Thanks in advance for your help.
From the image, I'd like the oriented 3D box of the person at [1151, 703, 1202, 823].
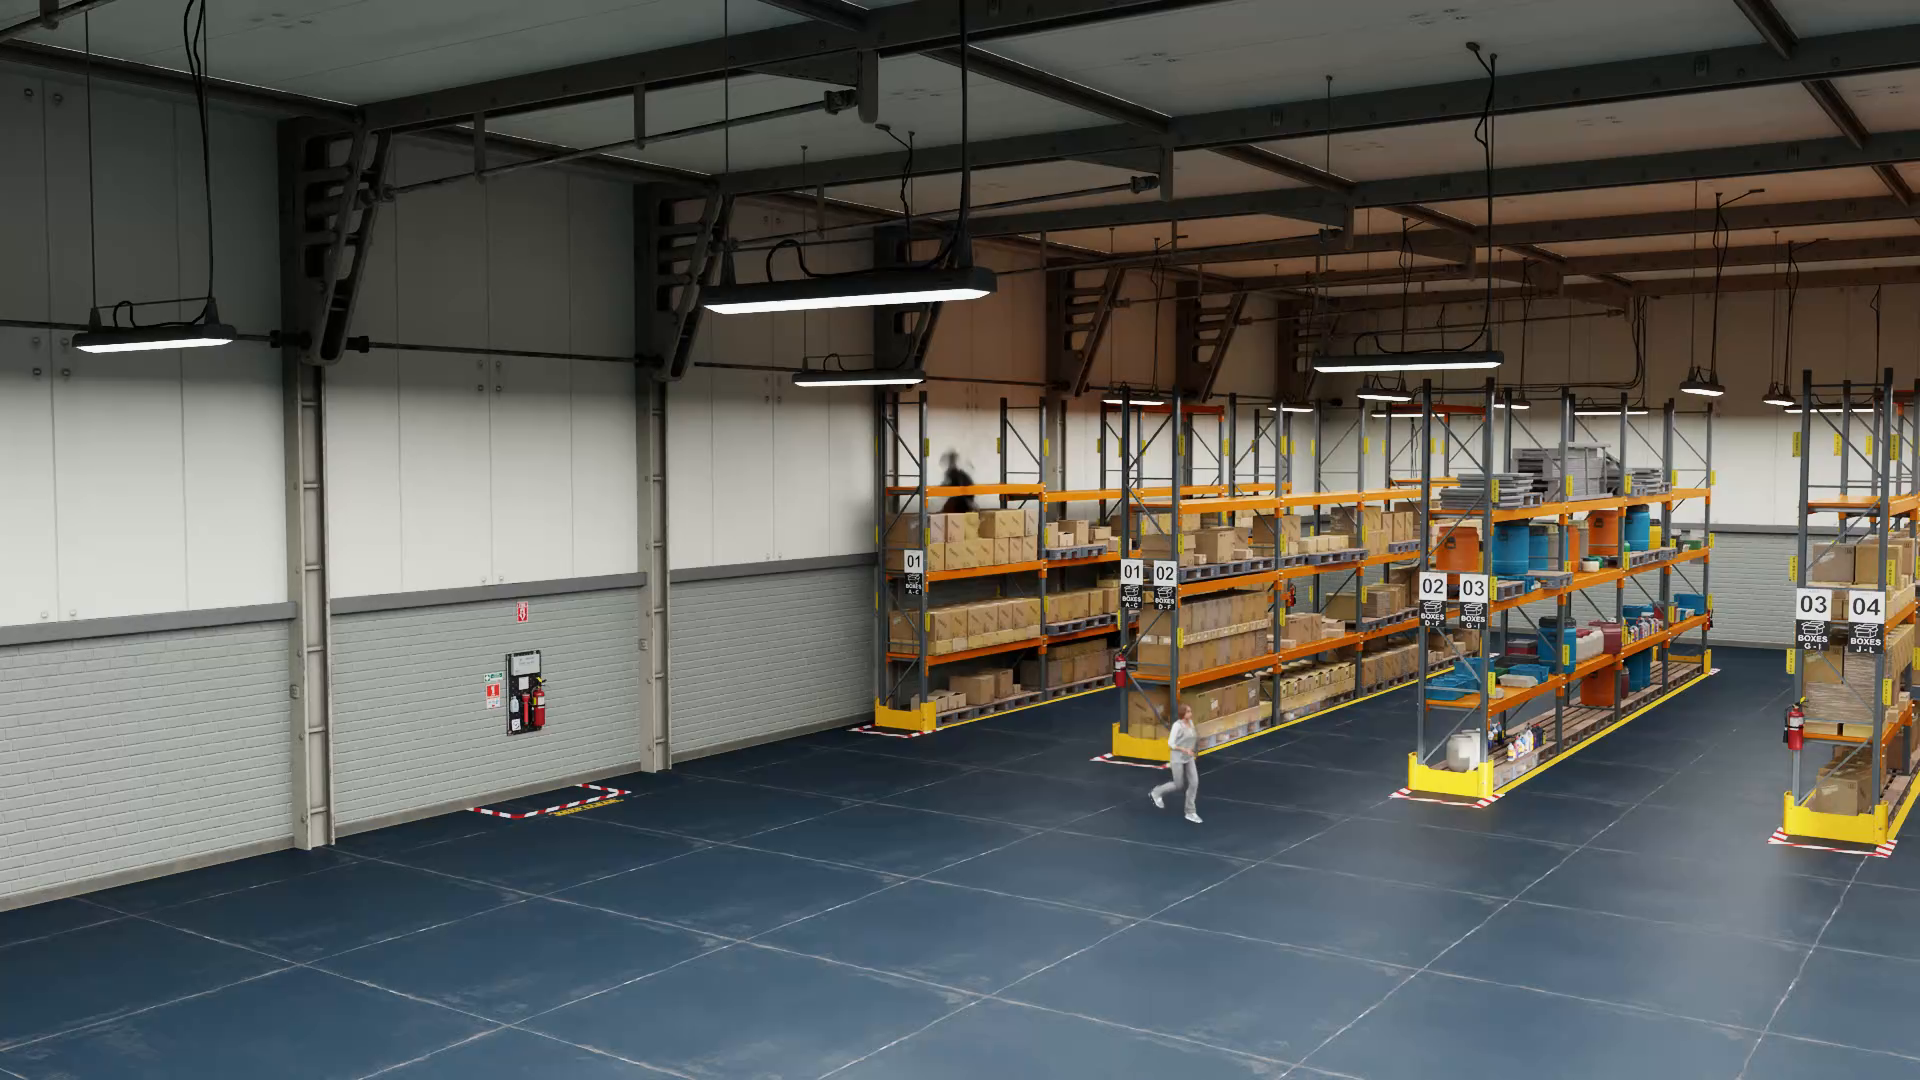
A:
[{"bbox_3d":[2.943,2.970,22.401,0.525,1.582,0.822,-3,4,-41],"label":"person"}]
